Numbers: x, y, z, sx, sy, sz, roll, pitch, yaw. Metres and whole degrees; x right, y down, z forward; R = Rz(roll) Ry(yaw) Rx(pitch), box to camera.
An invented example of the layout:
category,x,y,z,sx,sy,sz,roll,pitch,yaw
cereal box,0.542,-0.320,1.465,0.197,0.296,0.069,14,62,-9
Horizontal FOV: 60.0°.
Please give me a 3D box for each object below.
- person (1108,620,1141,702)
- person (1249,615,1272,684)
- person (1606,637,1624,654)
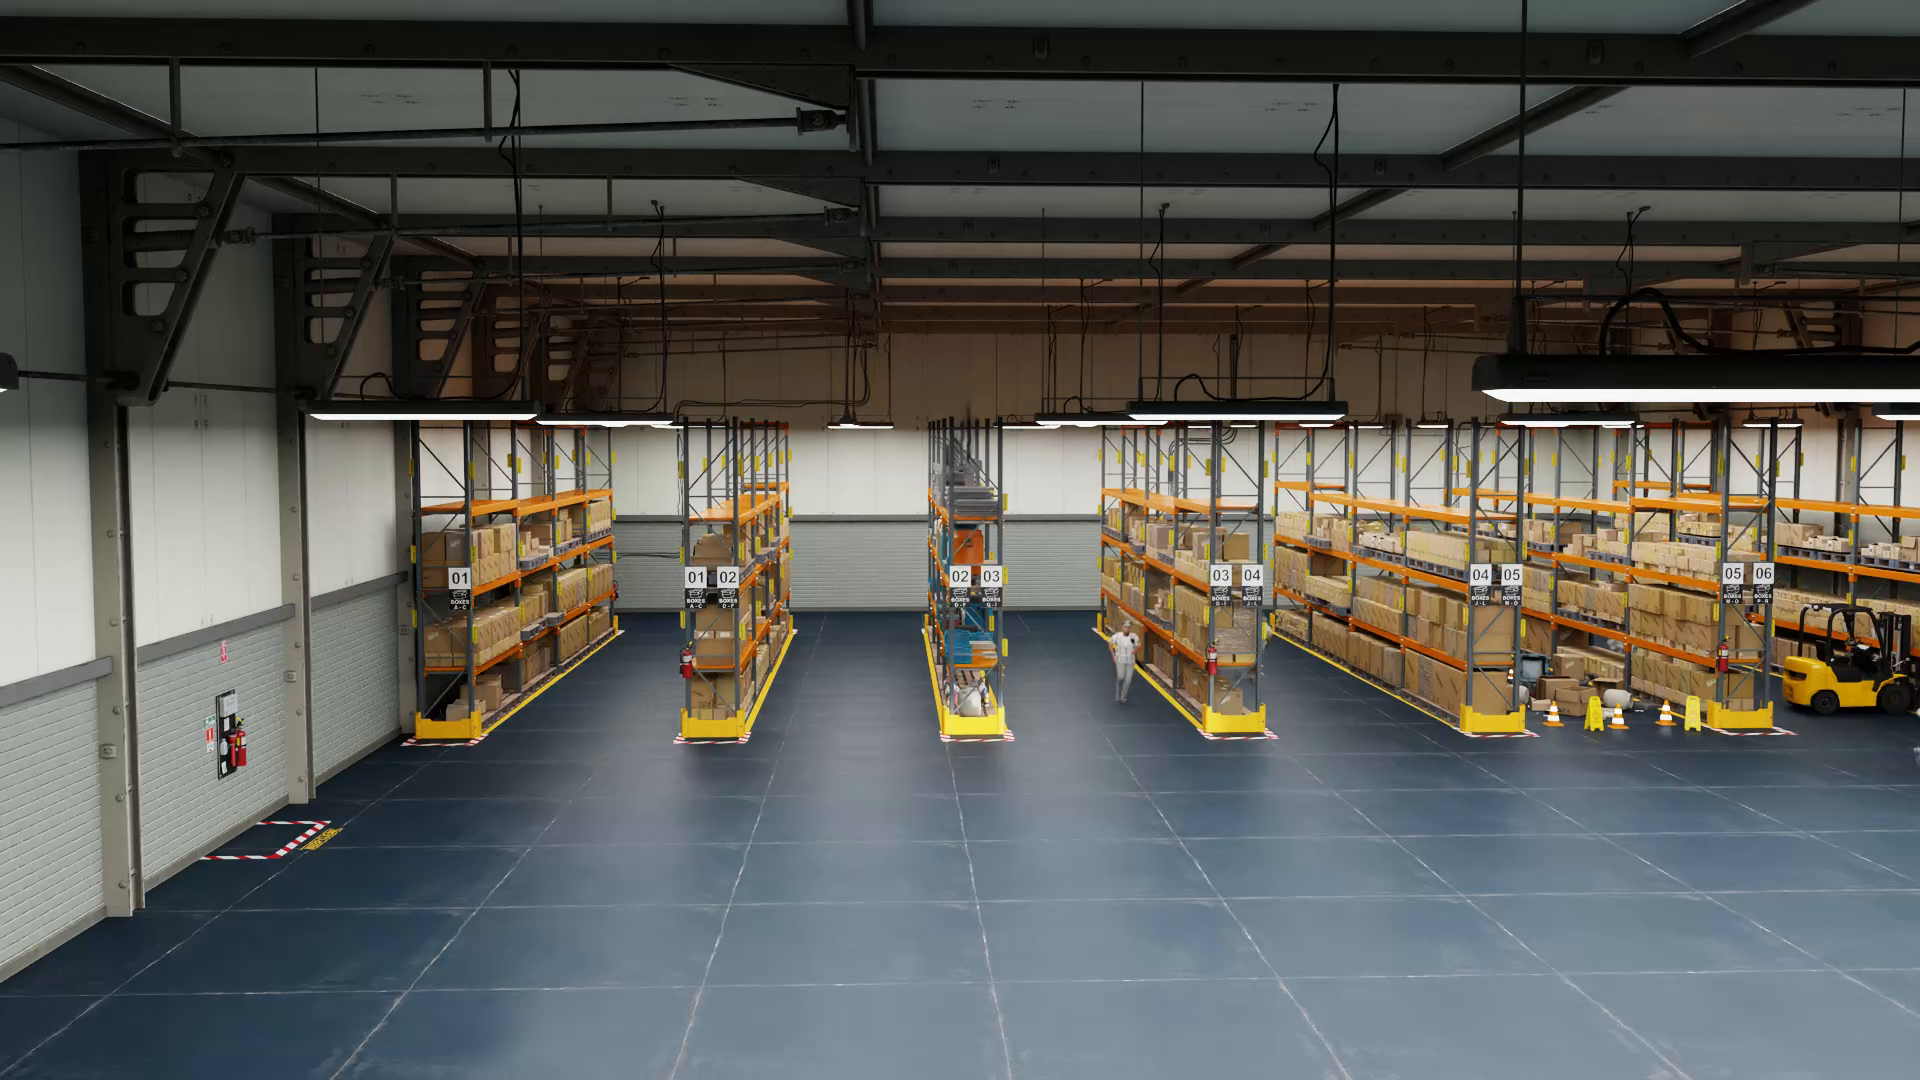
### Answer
category,x,y,z,sx,sy,sz,roll,pitch,yaw
person,3.488,2.555,35.043,0.655,1.746,0.694,0,4,-5
person,6.831,2.485,38.144,0.576,1.588,0.943,0,4,-5
person,16.506,2.107,41.913,0.695,1.783,0.667,0,4,0
